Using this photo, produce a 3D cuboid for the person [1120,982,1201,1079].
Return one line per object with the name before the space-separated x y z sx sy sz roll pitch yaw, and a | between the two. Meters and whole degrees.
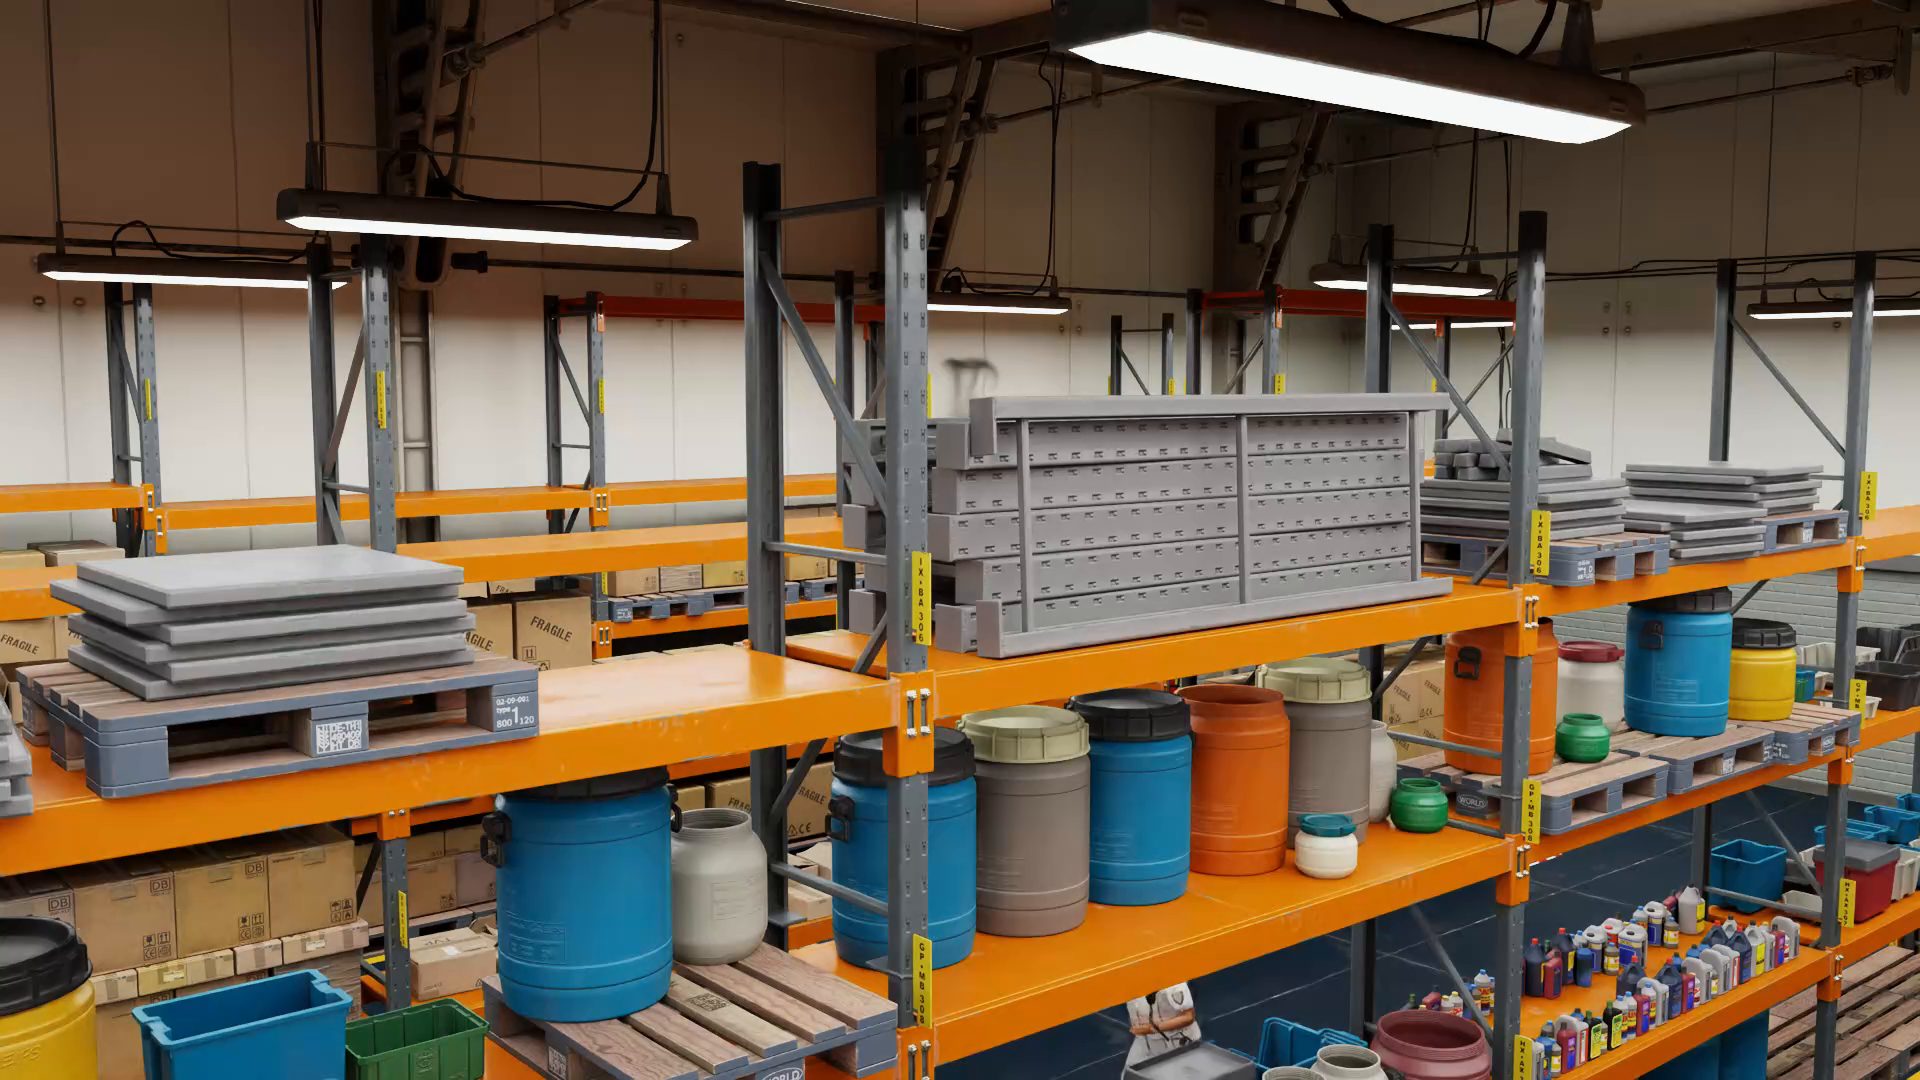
person | 1.368 3.325 10.847 1.043 1.667 0.607 -5 7 -42
